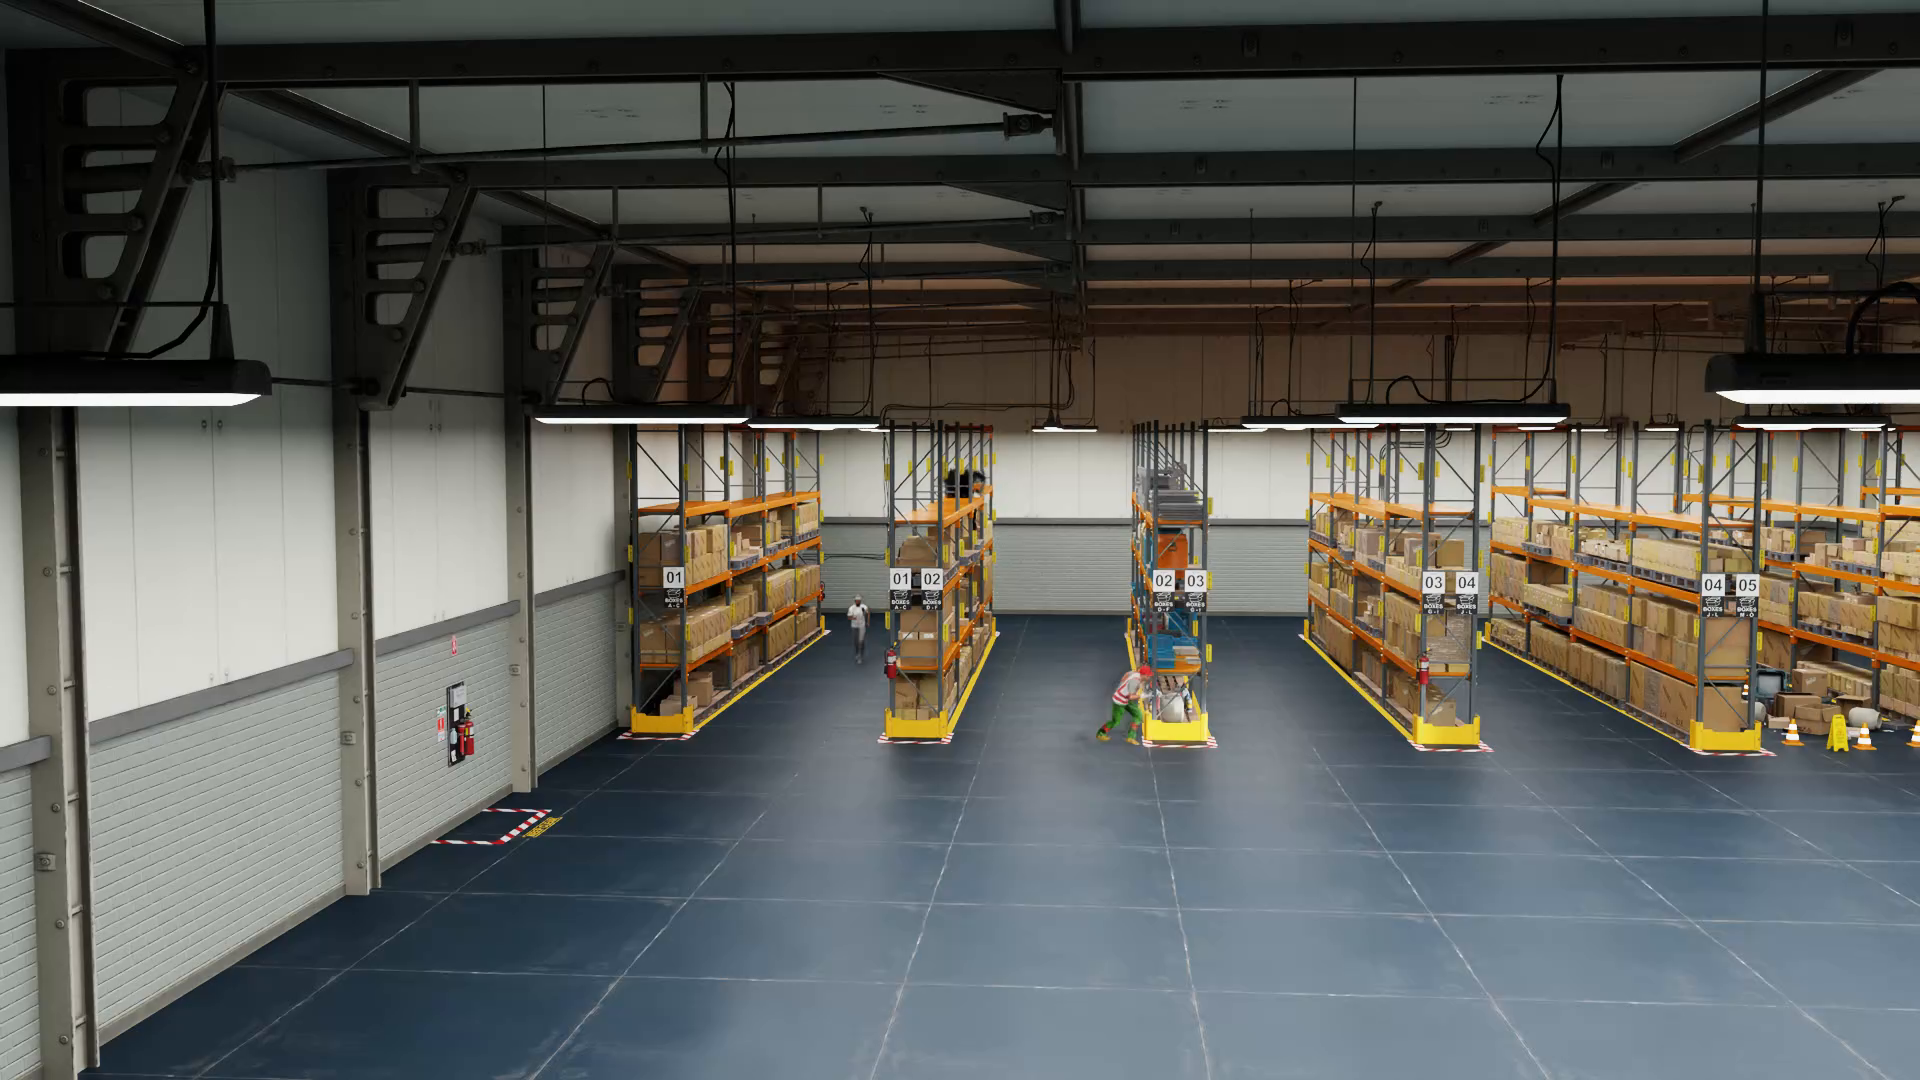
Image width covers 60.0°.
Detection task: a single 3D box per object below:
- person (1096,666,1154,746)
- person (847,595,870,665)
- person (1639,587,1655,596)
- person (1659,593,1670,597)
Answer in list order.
[{"bbox_3d":[3.021,3.039,30.622,1.161,1.523,0.680,2,4,24],"label":"person"},{"bbox_3d":[-2.550,2.229,41.792,0.534,1.733,0.861,0,4,3],"label":"person"},{"bbox_3d":[20.345,1.796,49.212,0.772,1.619,0.609,-1,4,-18],"label":"person"},{"bbox_3d":[20.114,1.861,47.128,0.904,1.742,0.646,0,4,-1],"label":"person"}]
